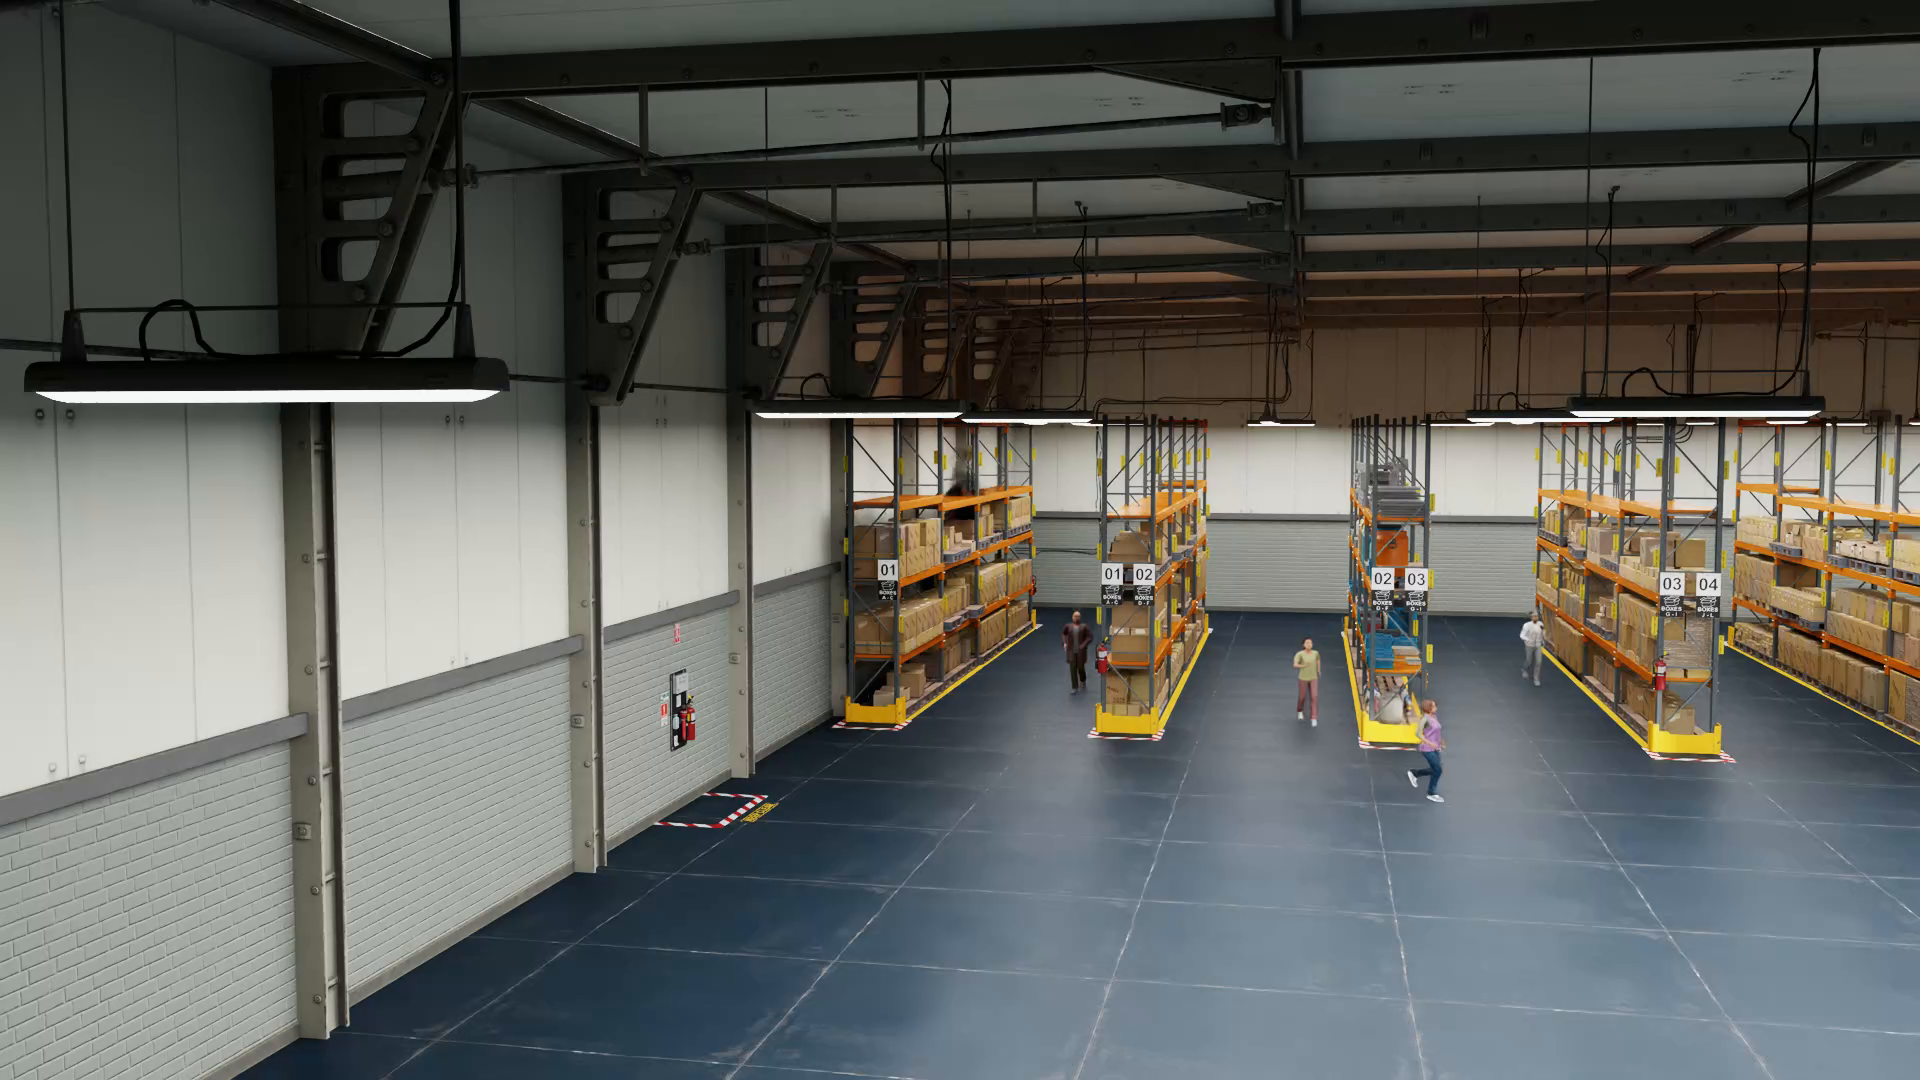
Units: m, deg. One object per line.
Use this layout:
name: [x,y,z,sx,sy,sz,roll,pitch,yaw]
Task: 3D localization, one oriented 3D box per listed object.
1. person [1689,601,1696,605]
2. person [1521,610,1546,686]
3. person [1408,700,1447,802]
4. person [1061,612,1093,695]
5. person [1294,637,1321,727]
person: [19.119,2.018,43.982,0.684,1.683,0.678,1,4,18]
person: [12.883,2.395,37.377,0.600,1.681,0.892,0,4,3]
person: [7.195,3.243,25.703,0.604,1.567,0.540,3,5,36]
person: [2.531,2.431,36.124,0.724,1.762,0.855,1,4,12]
person: [6.738,2.714,32.235,0.568,1.670,0.952,0,4,-1]
